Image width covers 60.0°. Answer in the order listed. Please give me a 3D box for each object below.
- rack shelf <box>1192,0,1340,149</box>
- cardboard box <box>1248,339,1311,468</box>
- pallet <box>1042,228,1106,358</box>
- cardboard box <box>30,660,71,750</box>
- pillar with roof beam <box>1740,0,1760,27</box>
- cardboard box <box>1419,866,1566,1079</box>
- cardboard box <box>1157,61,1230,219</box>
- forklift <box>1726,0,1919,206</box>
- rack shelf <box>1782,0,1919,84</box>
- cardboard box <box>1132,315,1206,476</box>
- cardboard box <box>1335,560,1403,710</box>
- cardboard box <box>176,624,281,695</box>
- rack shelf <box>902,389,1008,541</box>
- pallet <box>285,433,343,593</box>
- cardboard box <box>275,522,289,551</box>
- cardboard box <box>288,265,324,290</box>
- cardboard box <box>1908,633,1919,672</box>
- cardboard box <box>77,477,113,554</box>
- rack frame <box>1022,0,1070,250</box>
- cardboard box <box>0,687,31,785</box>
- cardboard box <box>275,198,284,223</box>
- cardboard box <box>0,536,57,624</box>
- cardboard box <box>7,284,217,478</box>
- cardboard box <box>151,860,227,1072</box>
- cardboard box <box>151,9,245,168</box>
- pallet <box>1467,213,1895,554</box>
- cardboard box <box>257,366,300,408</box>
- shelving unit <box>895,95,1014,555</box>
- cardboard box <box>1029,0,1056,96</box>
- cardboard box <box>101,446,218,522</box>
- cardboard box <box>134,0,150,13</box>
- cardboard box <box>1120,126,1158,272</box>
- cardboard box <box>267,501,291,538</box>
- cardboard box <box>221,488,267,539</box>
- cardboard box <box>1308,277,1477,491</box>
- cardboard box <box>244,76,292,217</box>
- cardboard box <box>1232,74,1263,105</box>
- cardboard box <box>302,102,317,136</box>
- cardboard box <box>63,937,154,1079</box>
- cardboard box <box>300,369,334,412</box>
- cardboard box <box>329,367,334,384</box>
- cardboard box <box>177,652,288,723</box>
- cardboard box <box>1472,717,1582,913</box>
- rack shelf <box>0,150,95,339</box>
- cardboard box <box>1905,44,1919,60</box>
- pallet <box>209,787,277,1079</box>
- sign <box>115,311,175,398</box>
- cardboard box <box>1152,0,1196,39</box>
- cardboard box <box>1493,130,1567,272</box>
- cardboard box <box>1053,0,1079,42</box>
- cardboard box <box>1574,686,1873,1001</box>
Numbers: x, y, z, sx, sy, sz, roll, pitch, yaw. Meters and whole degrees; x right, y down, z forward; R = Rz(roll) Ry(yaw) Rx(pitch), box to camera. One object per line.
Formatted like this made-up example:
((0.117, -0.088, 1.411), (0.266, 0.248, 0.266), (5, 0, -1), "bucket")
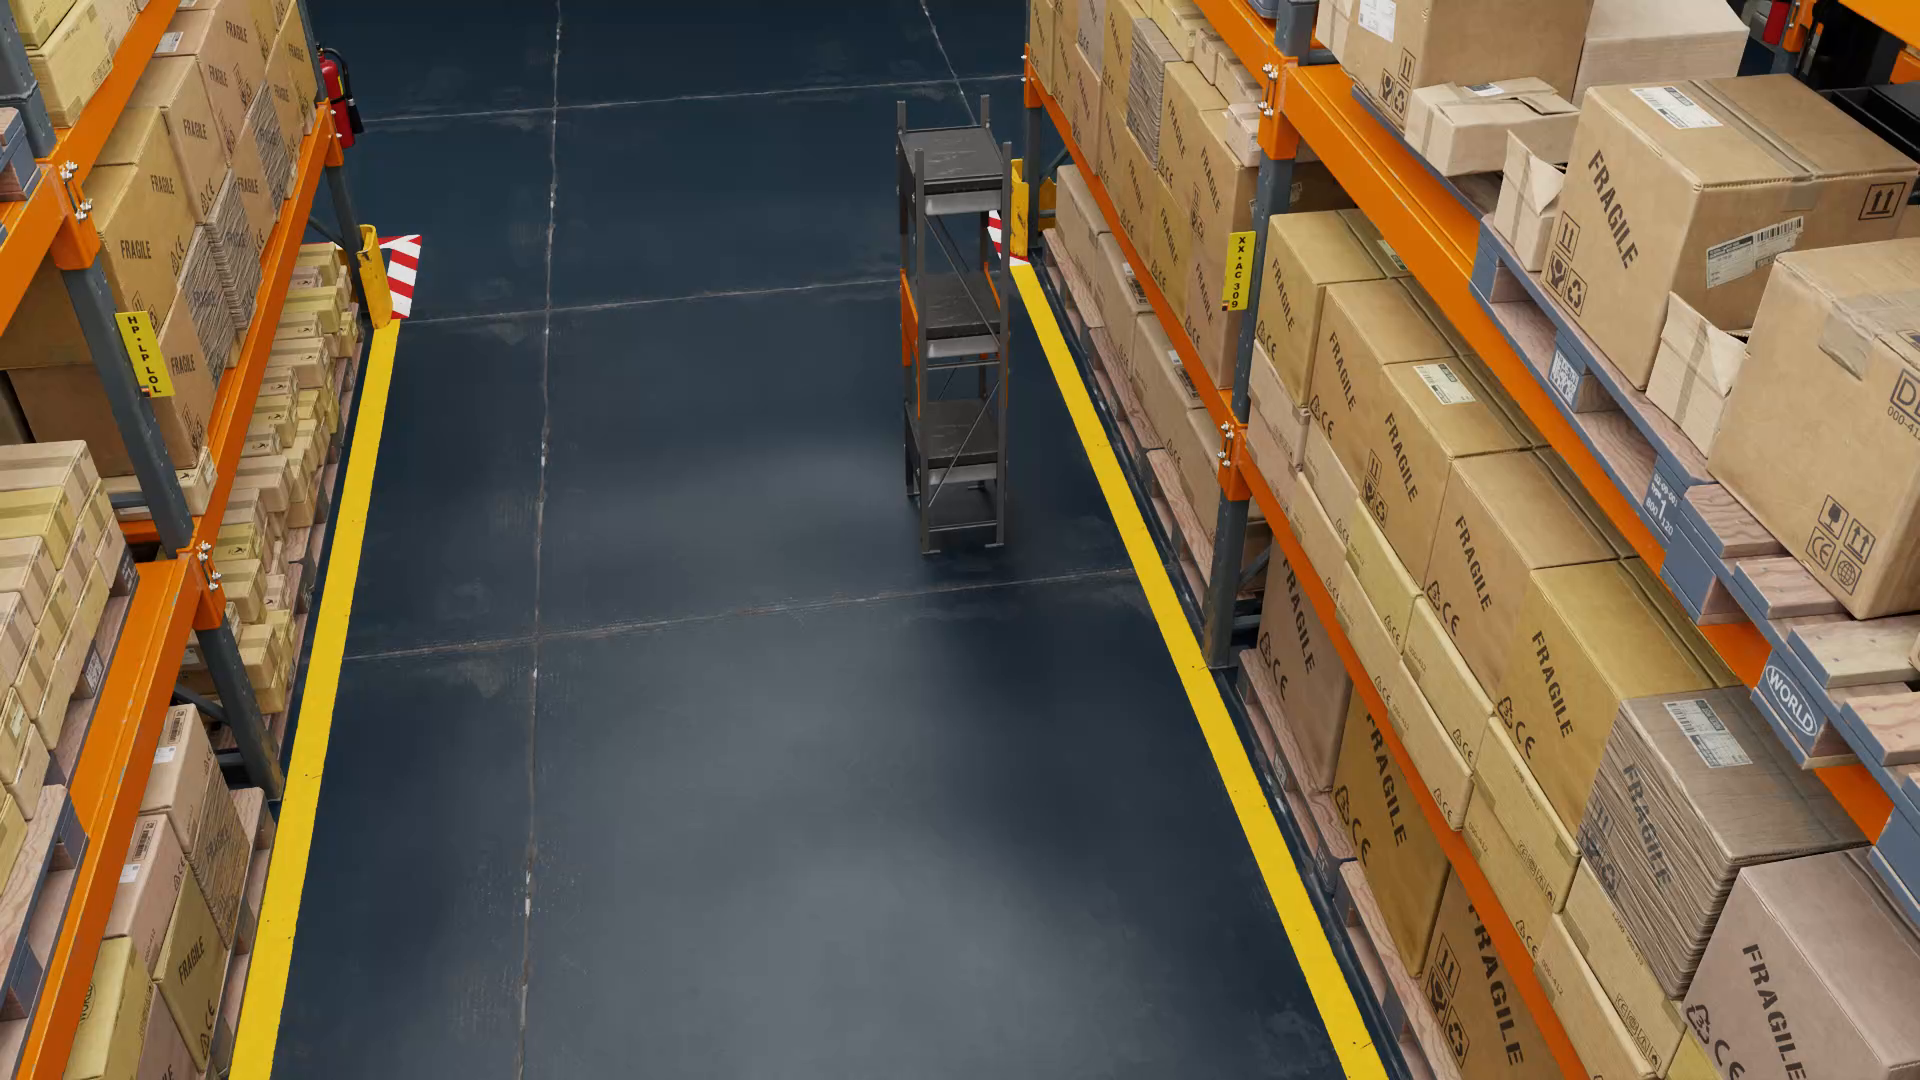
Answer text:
((1.238, -2.800, 7.451), (1.077, 0.370, 4.000), (-6, 38, -8), "rack shelf")
((1.388, -0.534, 6.107), (0.500, 0.250, 0.500), (-7, 38, -9), "cardboard box")
((1.105, -1.532, 9.950), (1.003, 0.211, 1.213), (-6, 38, -8), "pallet")
((-2.871, 0.513, 4.908), (0.380, 0.149, 0.250), (-8, 39, -10), "cardboard box")
((1.950, -7.276, 10.180), (9.100, 9.000, 0.400), (-6, 38, -8), "pillar with roof beam")
((2.098, 1.432, 5.251), (0.875, 0.875, 0.875), (-6, 38, -7), "cardboard box")
((1.153, -1.689, 6.982), (0.500, 0.500, 0.500), (-7, 38, -9), "cardboard box")
((3.206, -0.710, 6.675), (1.130, 2.935, 3.031), (-5, 38, -7), "forklift")
((6.124, -2.152, 9.061), (1.077, 0.370, 4.000), (-6, 38, -8), "rack shelf")
((1.427, -0.777, 8.452), (0.875, 0.438, 0.875), (-7, 38, -9), "cardboard box")
((1.572, 0.285, 5.460), (0.500, 0.250, 0.500), (-7, 38, -8), "cardboard box")
((-3.016, 0.491, 6.812), (0.380, 0.149, 0.250), (-5, 38, -6), "cardboard box")
((-0.029, -0.366, 8.072), (0.431, 0.518, 0.480), (-6, 38, -8), "rack shelf")
((-3.637, -0.138, 8.155), (1.003, 0.211, 1.213), (-6, 38, -8), "pallet")
((-3.331, -0.005, 7.693), (0.380, 0.149, 0.250), (-8, 39, -10), "cardboard box")
((-3.639, -1.339, 8.925), (0.380, 0.149, 0.250), (-6, 38, -7), "cardboard box")
((2.075, 0.121, 2.677), (0.797, 0.503, 0.637), (-8, 39, -11), "cardboard box")
((-3.003, -0.063, 5.407), (0.380, 0.149, 0.250), (-5, 38, -7), "cardboard box")
((0.887, -3.108, 9.705), (1.000, 3.000, 0.127), (-6, 38, -8), "rack frame")
((-2.818, 0.568, 4.594), (0.380, 0.149, 0.250), (-8, 39, -10), "cardboard box")
((-3.483, -1.631, 8.009), (0.380, 0.149, 0.250), (-8, 39, -10), "cardboard box")
((-2.913, 0.140, 4.902), (0.380, 0.149, 0.250), (-7, 38, -9), "cardboard box")
((-3.106, -0.582, 6.130), (0.500, 0.500, 0.500), (-7, 38, -9), "cardboard box")
((-2.800, 1.453, 5.530), (0.500, 0.500, 0.500), (-7, 38, -9), "cardboard box")
((-3.359, -1.878, 6.984), (0.500, 0.500, 0.500), (-7, 38, -10), "cardboard box")
((1.926, -0.444, 3.986), (1.003, 0.211, 1.213), (-5, 38, -6), "pallet")
((-3.446, -0.706, 8.110), (0.380, 0.149, 0.250), (-7, 38, -9), "cardboard box")
((-0.029, -0.929, 7.634), (0.431, 2.100, 0.503), (-6, 38, -8), "shelving unit")
((0.689, -2.827, 9.262), (0.500, 0.500, 0.500), (-7, 38, -8), "cardboard box")
((-2.995, -0.205, 6.174), (0.380, 0.149, 0.250), (-5, 38, -6), "cardboard box")
((-3.257, -2.150, 6.150), (0.500, 0.250, 0.500), (-5, 38, -6), "cardboard box")
((1.057, -1.596, 7.678), (0.500, 0.500, 0.500), (-7, 38, -9), "cardboard box")
((-3.296, -0.128, 7.608), (0.380, 0.149, 0.250), (-5, 38, -6), "cardboard box")
((-3.274, -0.079, 7.303), (0.380, 0.149, 0.250), (-7, 38, -9), "cardboard box")
((1.499, -0.525, 5.484), (0.500, 0.500, 0.500), (-6, 38, -8), "cardboard box")
((-3.453, -1.811, 7.712), (0.500, 0.500, 0.500), (-6, 38, -8), "cardboard box")
((1.282, -1.705, 6.475), (0.380, 0.149, 0.250), (-5, 38, -7), "cardboard box")
((-3.633, -2.249, 8.804), (0.380, 0.149, 0.250), (-6, 38, -8), "cardboard box")
((-2.704, 1.479, 4.885), (0.500, 0.250, 0.500), (-8, 39, -10), "cardboard box")
((-3.399, -0.759, 8.421), (0.380, 0.149, 0.250), (-6, 38, -7), "cardboard box")
((-3.508, -0.798, 8.713), (0.380, 0.149, 0.250), (-6, 38, -7), "cardboard box")
((-3.015, 0.607, 6.905), (0.380, 0.149, 0.250), (-8, 39, -10), "cardboard box")
((1.751, 0.704, 4.513), (0.500, 0.250, 0.500), (-7, 38, -9), "cardboard box")
((-2.916, 0.209, 3.577), (1.077, 0.370, 4.000), (-6, 38, -8), "rack shelf")
((5.715, -2.854, 9.583), (0.380, 0.149, 0.250), (-5, 38, -7), "cardboard box")
((-3.129, 1.473, 6.082), (1.003, 0.211, 1.213), (-6, 38, -8), "pallet")
((-2.721, -0.618, 5.556), (0.100, 0.325, 0.005), (-6, 38, -8), "sign")
((1.059, -2.313, 7.257), (0.380, 0.149, 0.250), (-7, 38, -9), "cardboard box")
((1.564, -0.848, 4.119), (0.396, 0.266, 0.258), (-3, 38, -4), "cardboard box")
((0.789, -2.910, 8.555), (0.500, 0.500, 0.500), (-7, 38, -9), "cardboard box")
((1.844, 0.697, 3.912), (0.500, 0.500, 0.500), (-6, 38, -7), "cardboard box")
